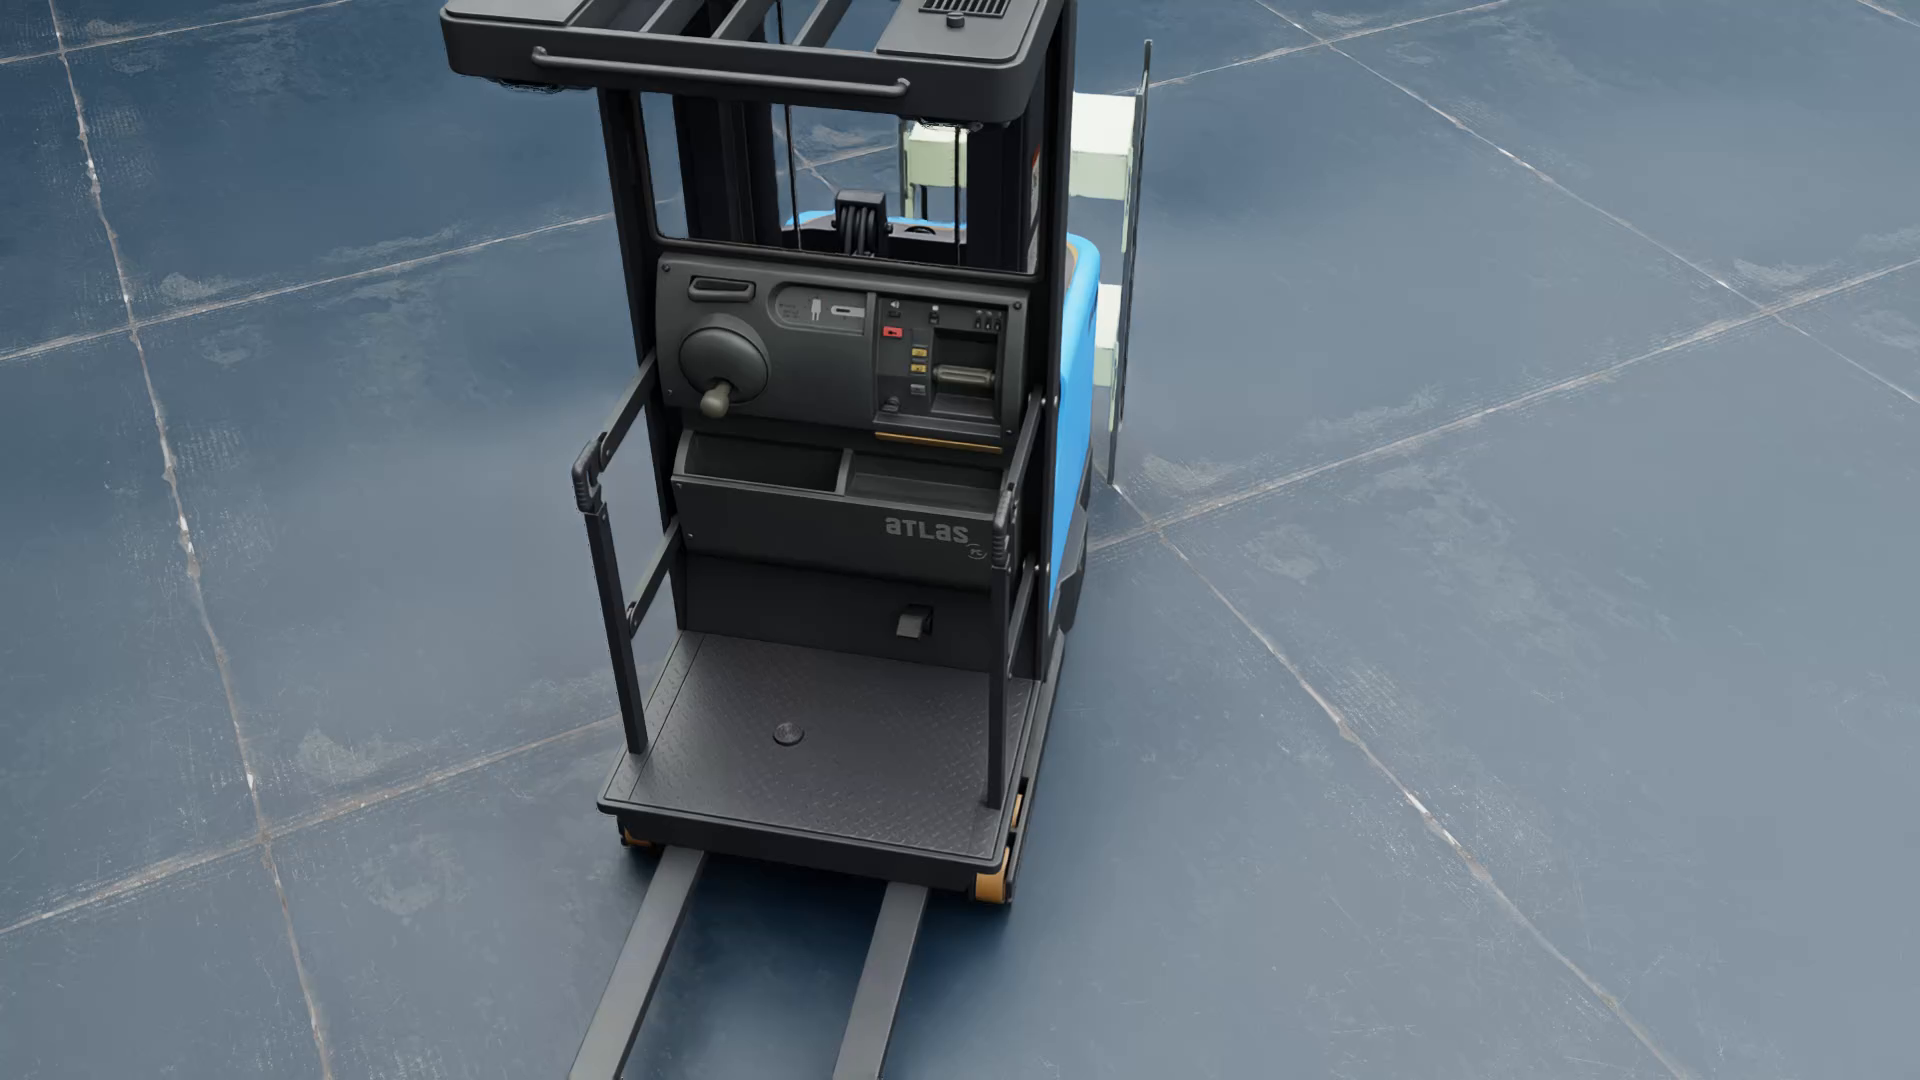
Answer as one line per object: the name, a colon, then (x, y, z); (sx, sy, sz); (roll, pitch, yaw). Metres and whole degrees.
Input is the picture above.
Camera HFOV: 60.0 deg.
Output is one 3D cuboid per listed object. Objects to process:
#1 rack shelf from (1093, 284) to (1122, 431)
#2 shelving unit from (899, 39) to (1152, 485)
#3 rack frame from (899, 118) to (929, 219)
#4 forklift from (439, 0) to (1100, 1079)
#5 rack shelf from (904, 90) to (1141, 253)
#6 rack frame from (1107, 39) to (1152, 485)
rack shelf: (0.212, -0.689, 5.908); (0.720, 0.370, 0.431); (6, 41, 7)
shelving unit: (0.212, -0.938, 5.697); (0.755, 1.500, 0.431); (6, 41, 7)
rack frame: (-0.150, -0.976, 5.742); (0.023, 1.500, 0.400); (6, 41, 7)
forklift: (-0.339, -0.386, 3.937); (1.130, 2.935, 3.031); (7, 41, 9)
rack shelf: (0.212, -1.236, 5.445); (0.720, 0.370, 0.431); (6, 41, 7)
rack frame: (0.573, -0.901, 5.653); (0.023, 1.500, 0.400); (6, 41, 7)
